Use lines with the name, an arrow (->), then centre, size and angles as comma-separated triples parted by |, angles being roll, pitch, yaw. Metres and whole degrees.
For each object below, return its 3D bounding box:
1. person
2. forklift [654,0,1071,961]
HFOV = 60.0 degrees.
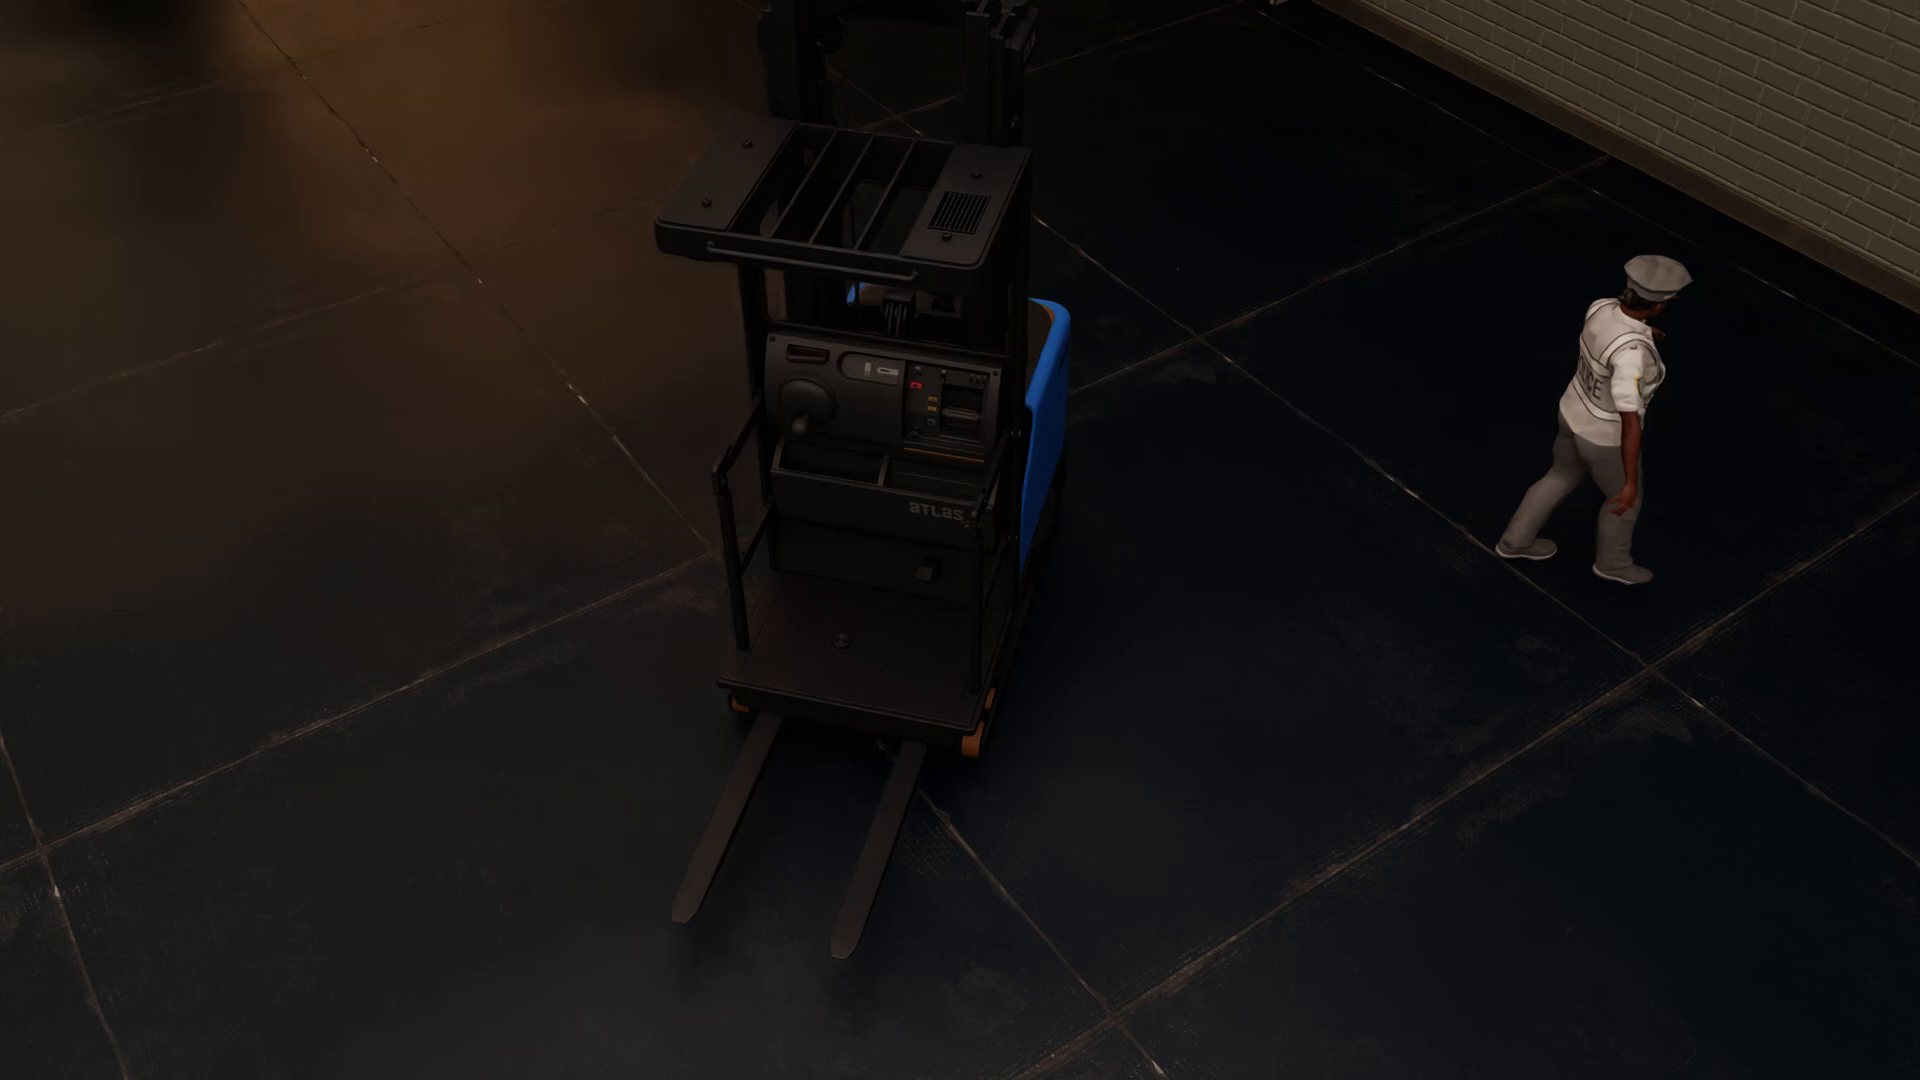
person -> 2.861, -0.462, 7.200 | 0.689, 1.658, 0.912 | -4, 43, -4
forklift -> -0.351, -0.466, 6.222 | 1.130, 2.935, 3.031 | 10, 44, 11
